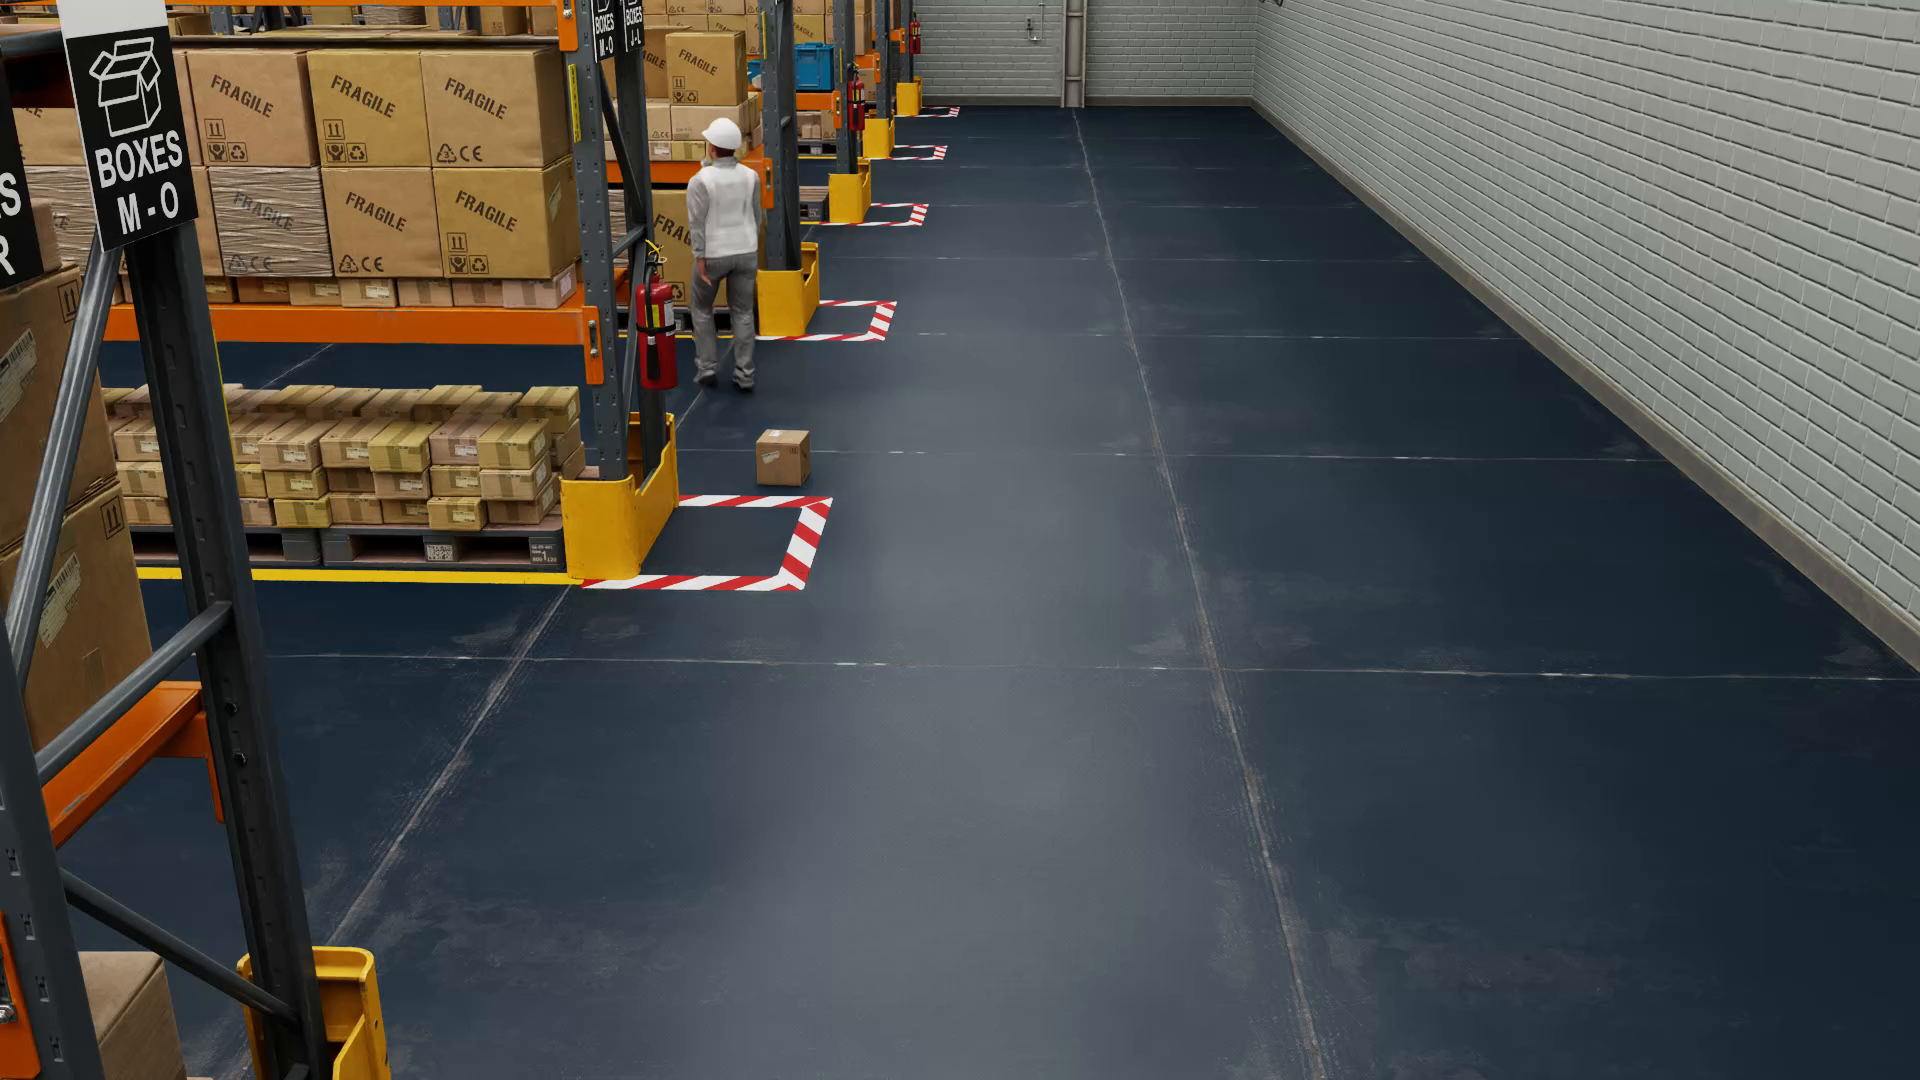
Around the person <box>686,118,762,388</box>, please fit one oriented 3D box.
[{"bbox_3d":[-1.573,-1.875,11.063,0.538,1.837,0.577,-10,23,-24],"label":"person"}]
